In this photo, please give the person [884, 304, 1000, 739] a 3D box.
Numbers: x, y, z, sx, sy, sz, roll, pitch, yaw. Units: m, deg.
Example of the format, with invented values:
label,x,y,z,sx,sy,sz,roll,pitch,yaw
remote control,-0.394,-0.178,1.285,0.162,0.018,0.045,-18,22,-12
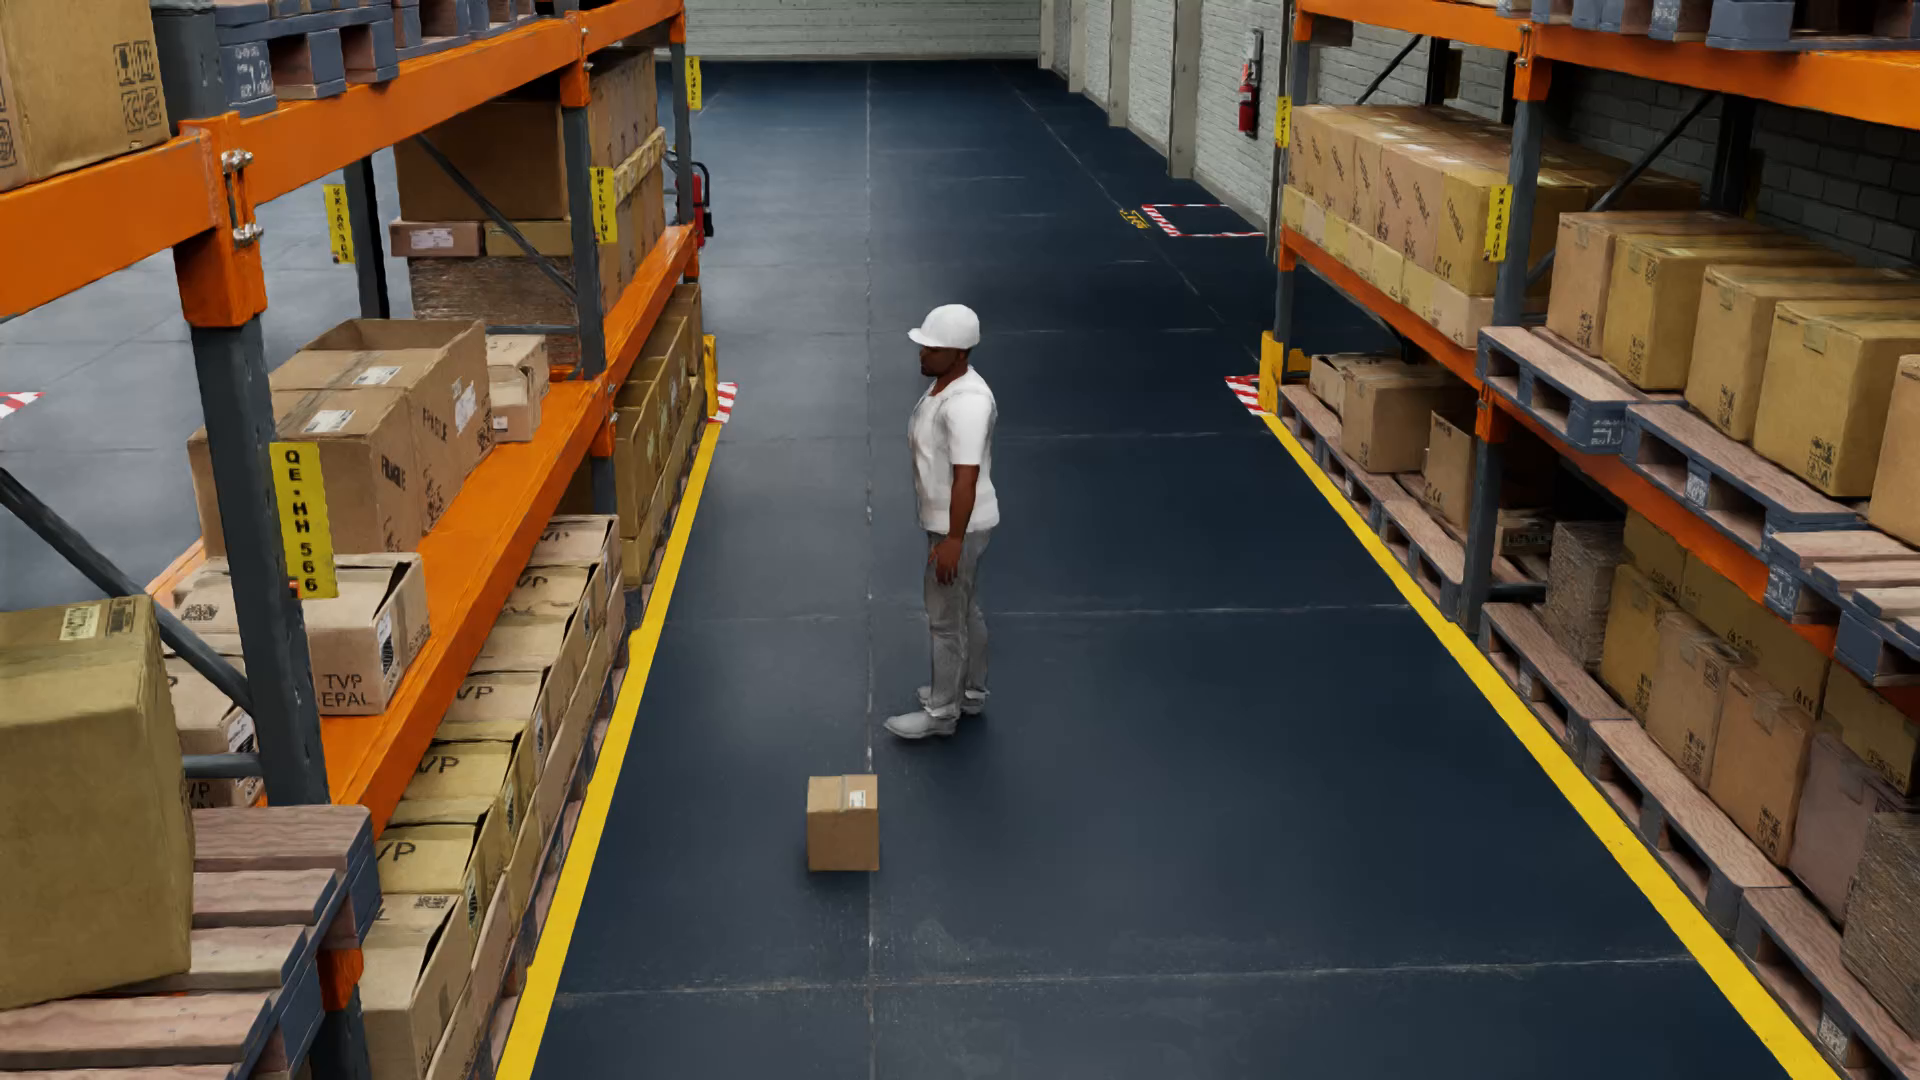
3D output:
label,x,y,z,sx,sy,sz,roll,pitch,yaw
person,-0.093,-0.077,6.692,0.479,1.770,0.682,-2,20,-6
